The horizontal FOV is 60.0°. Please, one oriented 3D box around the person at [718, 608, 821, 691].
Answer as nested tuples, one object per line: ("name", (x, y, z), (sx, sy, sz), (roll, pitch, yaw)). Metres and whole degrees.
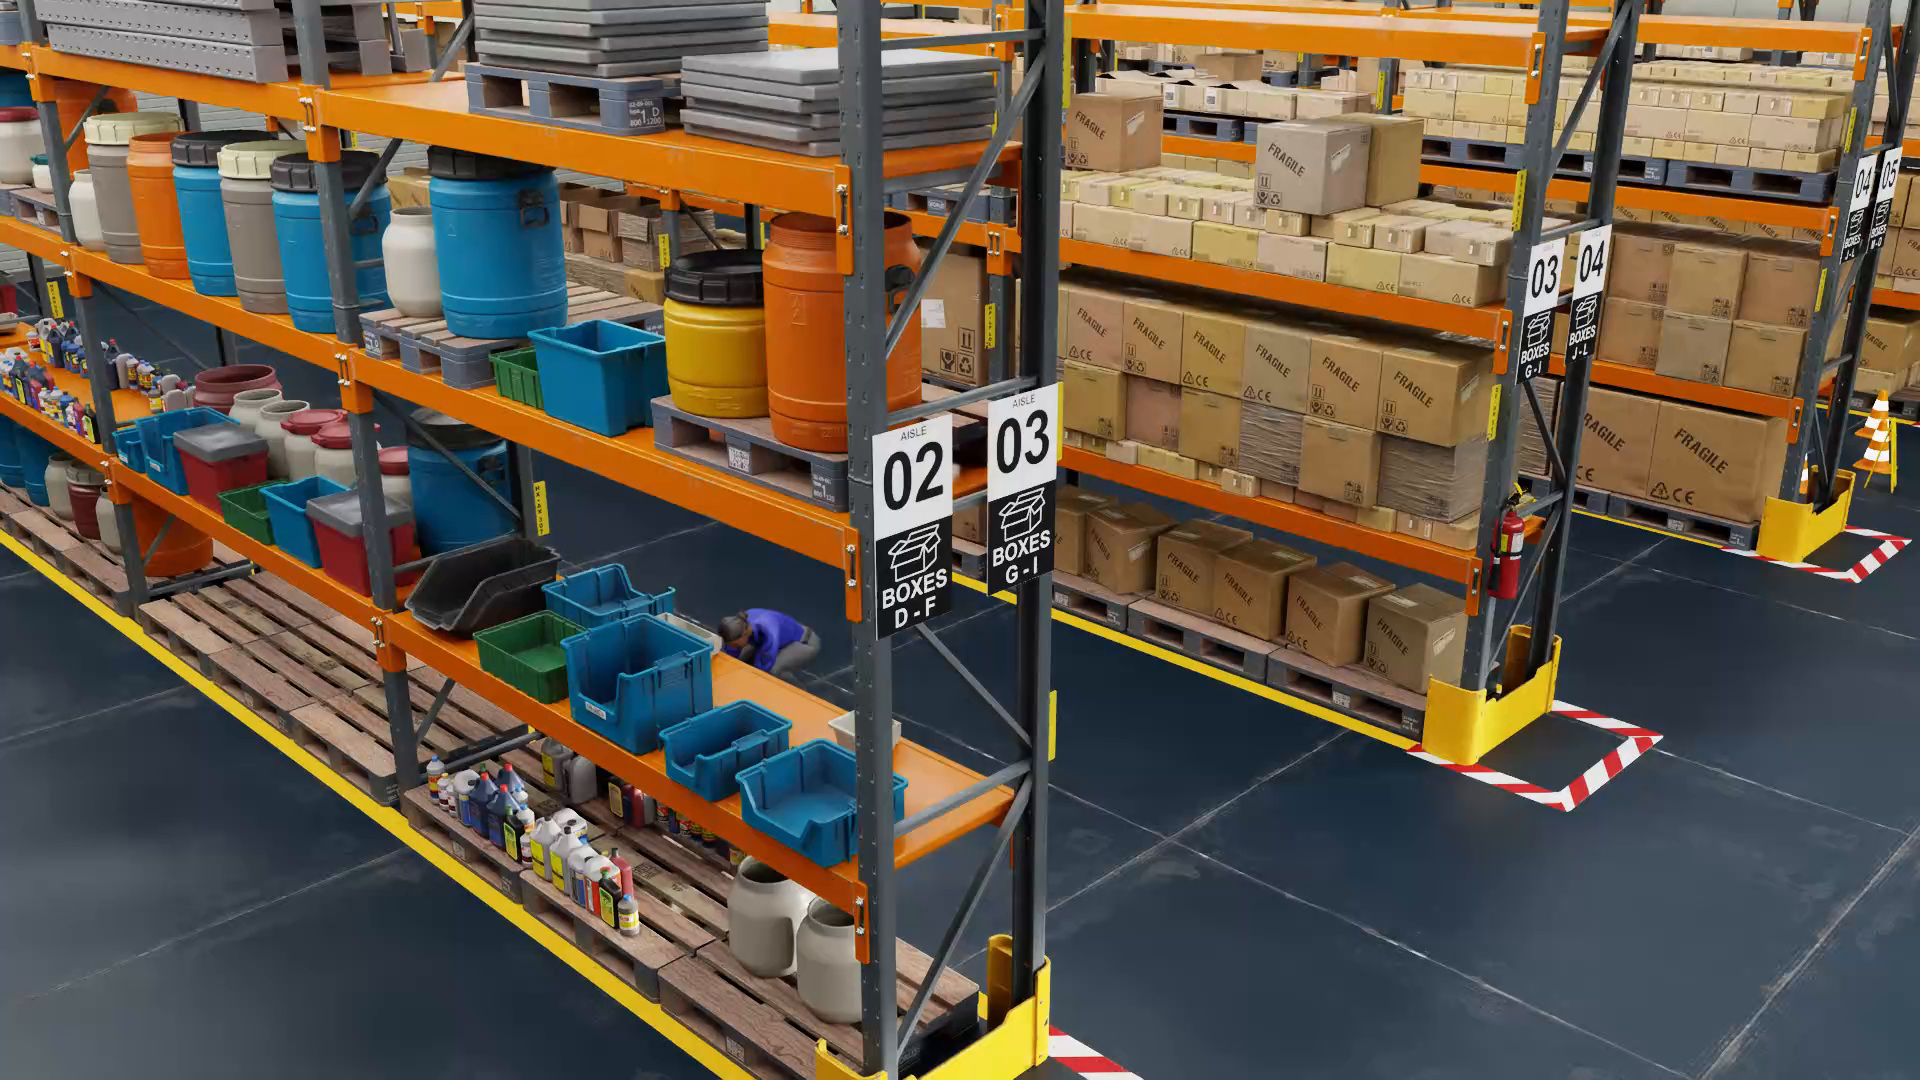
("person", (-1.273, 0.765, 10.903), (0.471, 0.814, 0.813), (19, 28, 41))
